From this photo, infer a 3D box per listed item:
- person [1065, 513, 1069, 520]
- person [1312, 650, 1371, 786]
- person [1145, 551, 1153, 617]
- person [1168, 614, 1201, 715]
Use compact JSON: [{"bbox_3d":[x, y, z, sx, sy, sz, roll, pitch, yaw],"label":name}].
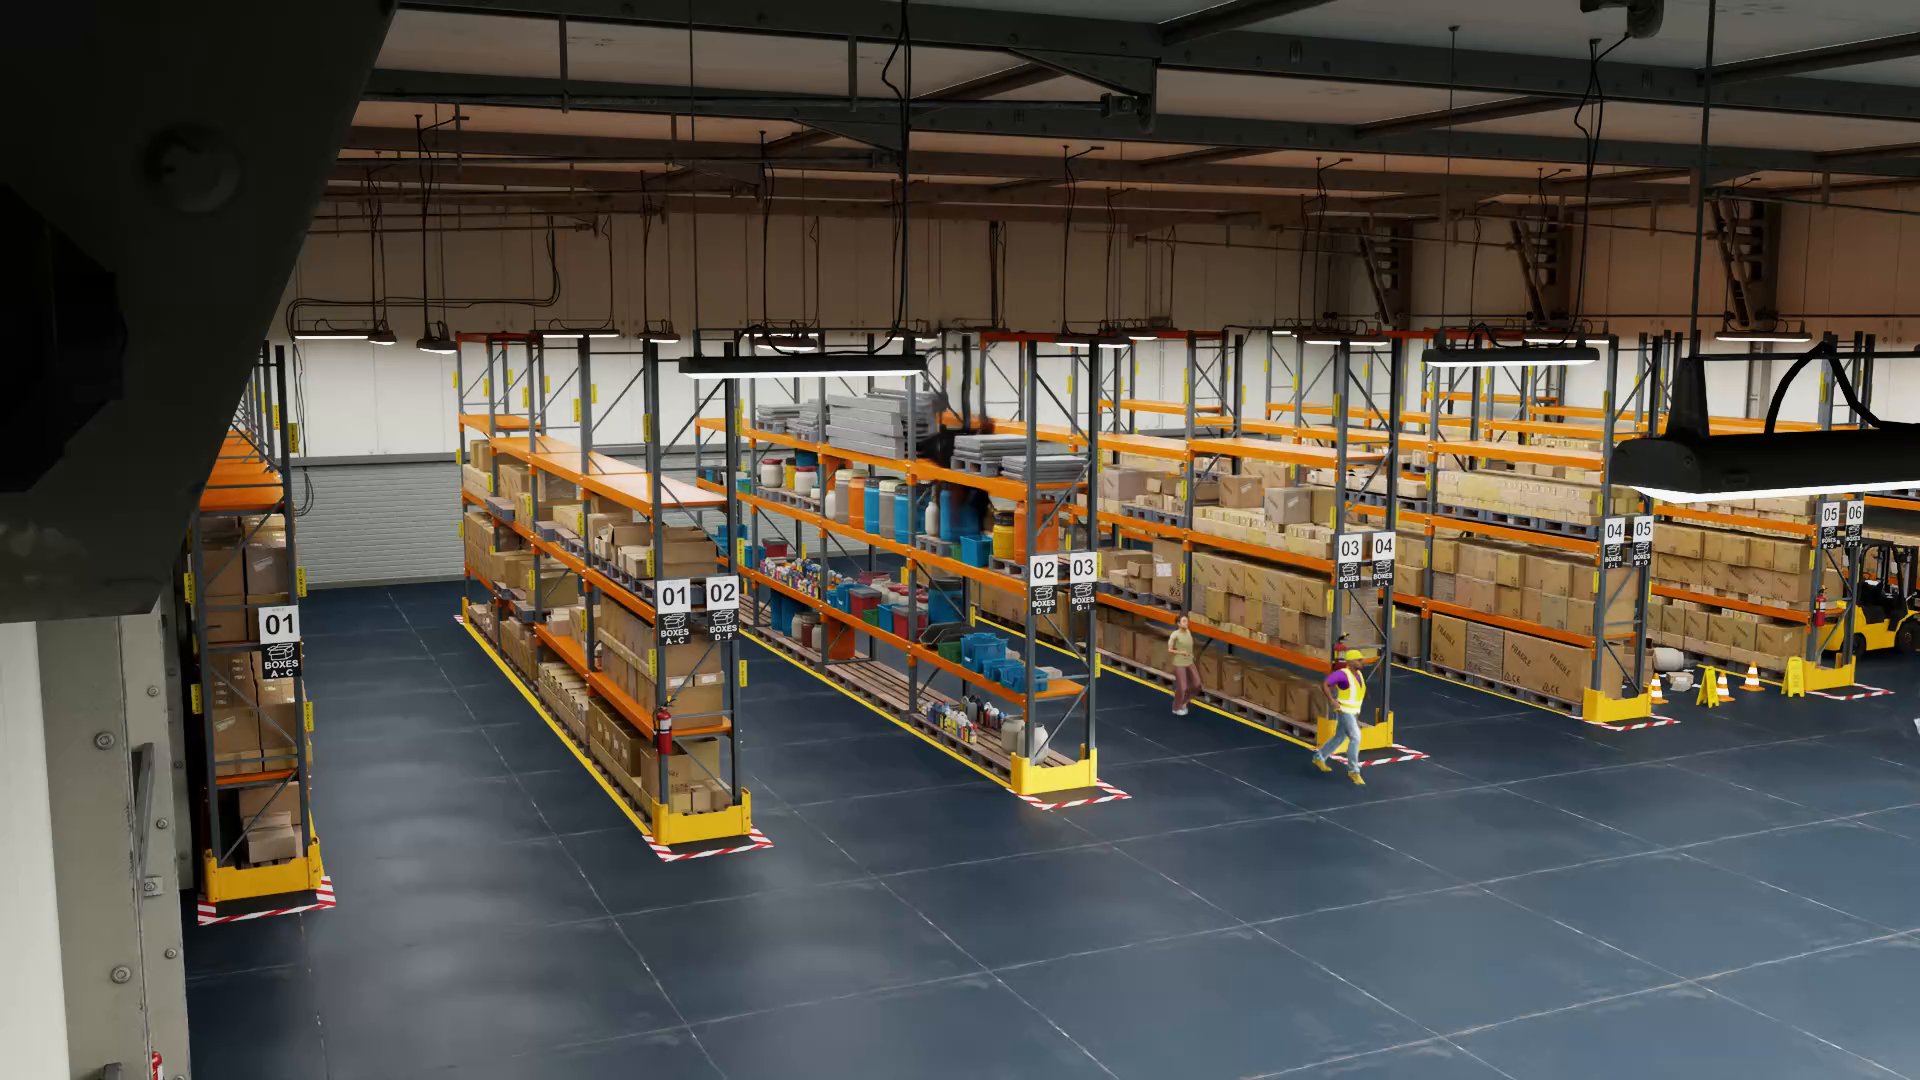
[{"bbox_3d":[2.699,-0.014,41.395,0.565,1.548,0.615,-3,8,-21],"label":"person"},{"bbox_3d":[5.327,2.394,22.918,0.858,1.791,0.713,6,9,36],"label":"person"},{"bbox_3d":[4.103,0.831,34.460,0.610,1.754,0.889,-4,9,-25],"label":"person"},{"bbox_3d":[3.560,1.978,26.260,0.568,1.628,0.543,-5,9,-31],"label":"person"}]
